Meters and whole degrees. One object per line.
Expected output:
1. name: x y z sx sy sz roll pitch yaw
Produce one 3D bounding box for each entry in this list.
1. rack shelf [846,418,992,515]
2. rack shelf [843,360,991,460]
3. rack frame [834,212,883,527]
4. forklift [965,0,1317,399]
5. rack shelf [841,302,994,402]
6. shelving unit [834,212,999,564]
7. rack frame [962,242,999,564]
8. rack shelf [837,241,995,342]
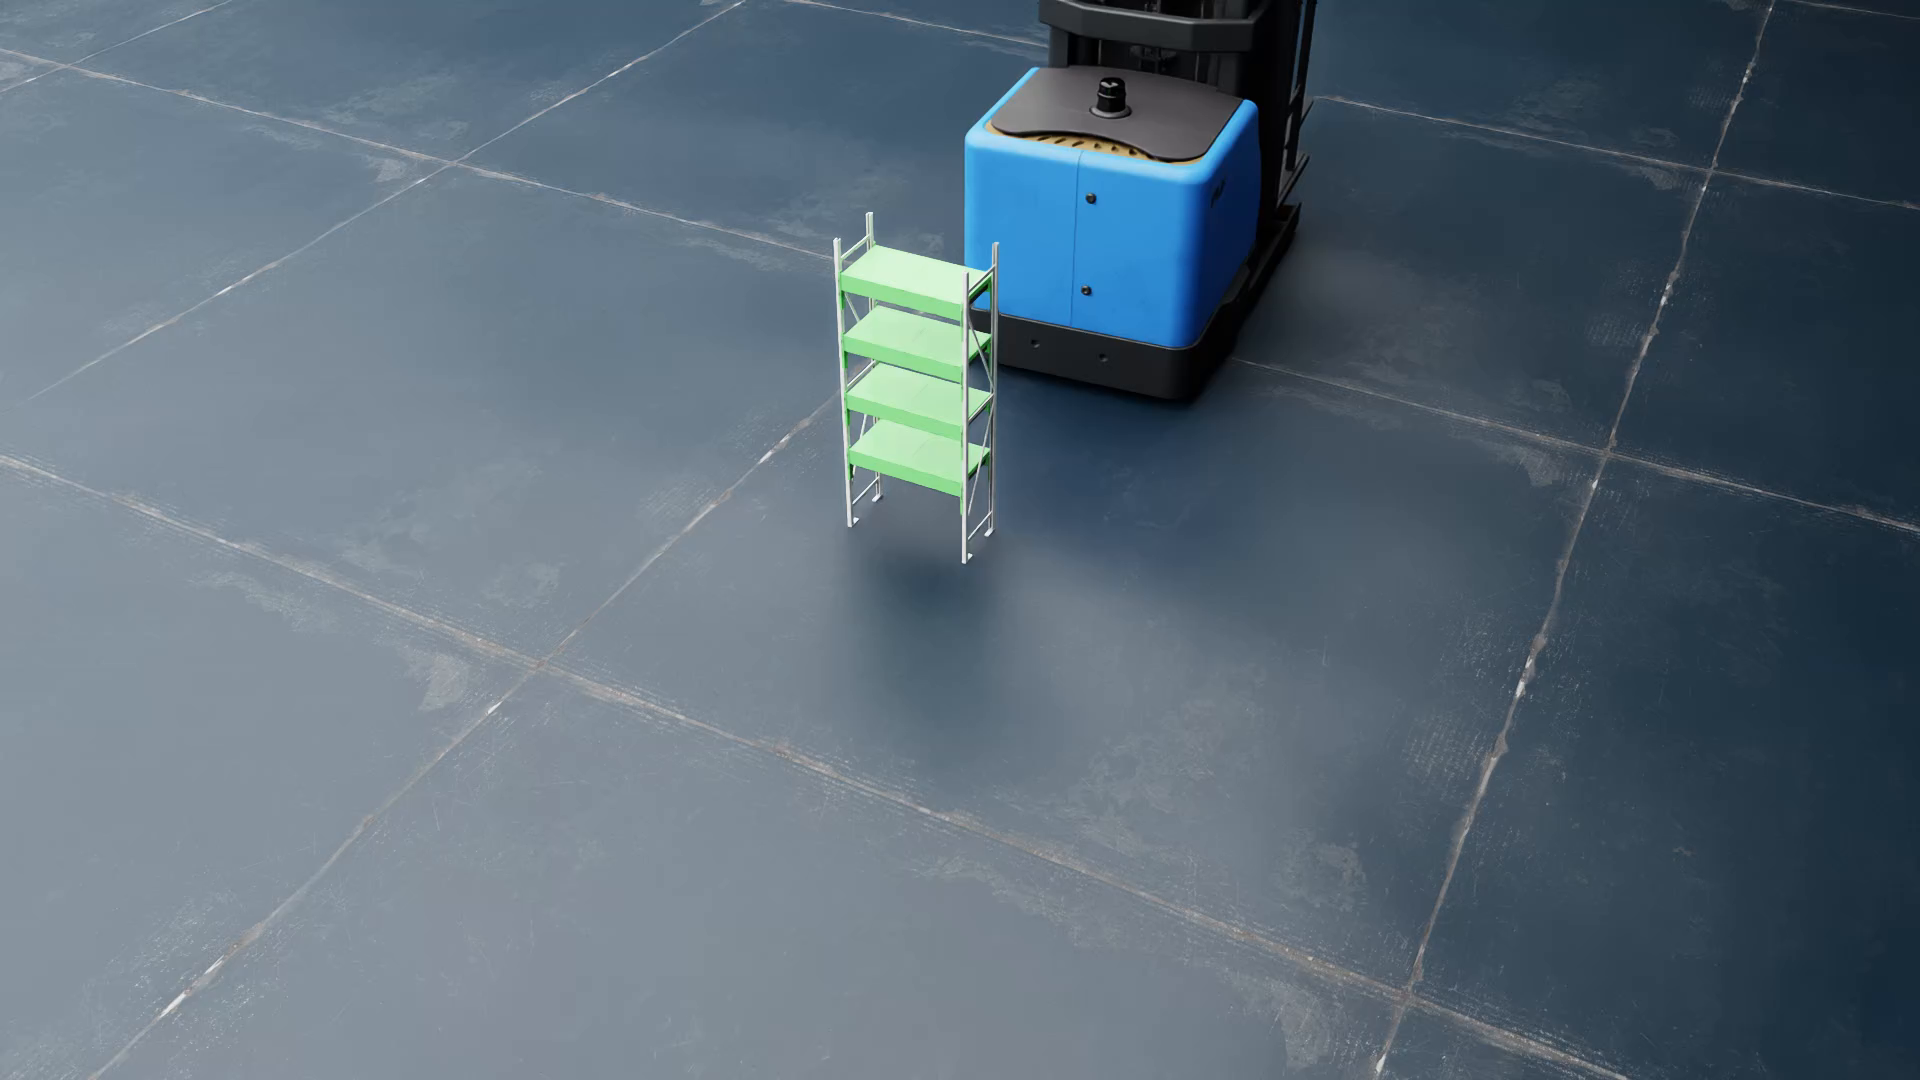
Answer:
1. rack shelf: -0.147 -0.282 6.132 0.480 0.148 0.258 17 41 21
2. rack shelf: -0.147 -0.473 5.987 0.480 0.148 0.258 17 41 21
3. rack frame: -0.364 -0.592 6.037 0.015 1.200 0.240 17 41 21
4. forklift: 1.034 -2.641 7.305 1.130 2.935 3.031 14 39 18
5. rack shelf: -0.147 -0.664 5.841 0.480 0.148 0.258 17 41 21
6. shelving unit: -0.147 -0.524 5.948 0.503 1.200 0.258 17 41 21
7. rack frame: 0.070 -0.456 5.858 0.015 1.200 0.240 17 41 21
8. rack shelf: -0.147 -0.855 5.696 0.480 0.148 0.258 17 41 21
